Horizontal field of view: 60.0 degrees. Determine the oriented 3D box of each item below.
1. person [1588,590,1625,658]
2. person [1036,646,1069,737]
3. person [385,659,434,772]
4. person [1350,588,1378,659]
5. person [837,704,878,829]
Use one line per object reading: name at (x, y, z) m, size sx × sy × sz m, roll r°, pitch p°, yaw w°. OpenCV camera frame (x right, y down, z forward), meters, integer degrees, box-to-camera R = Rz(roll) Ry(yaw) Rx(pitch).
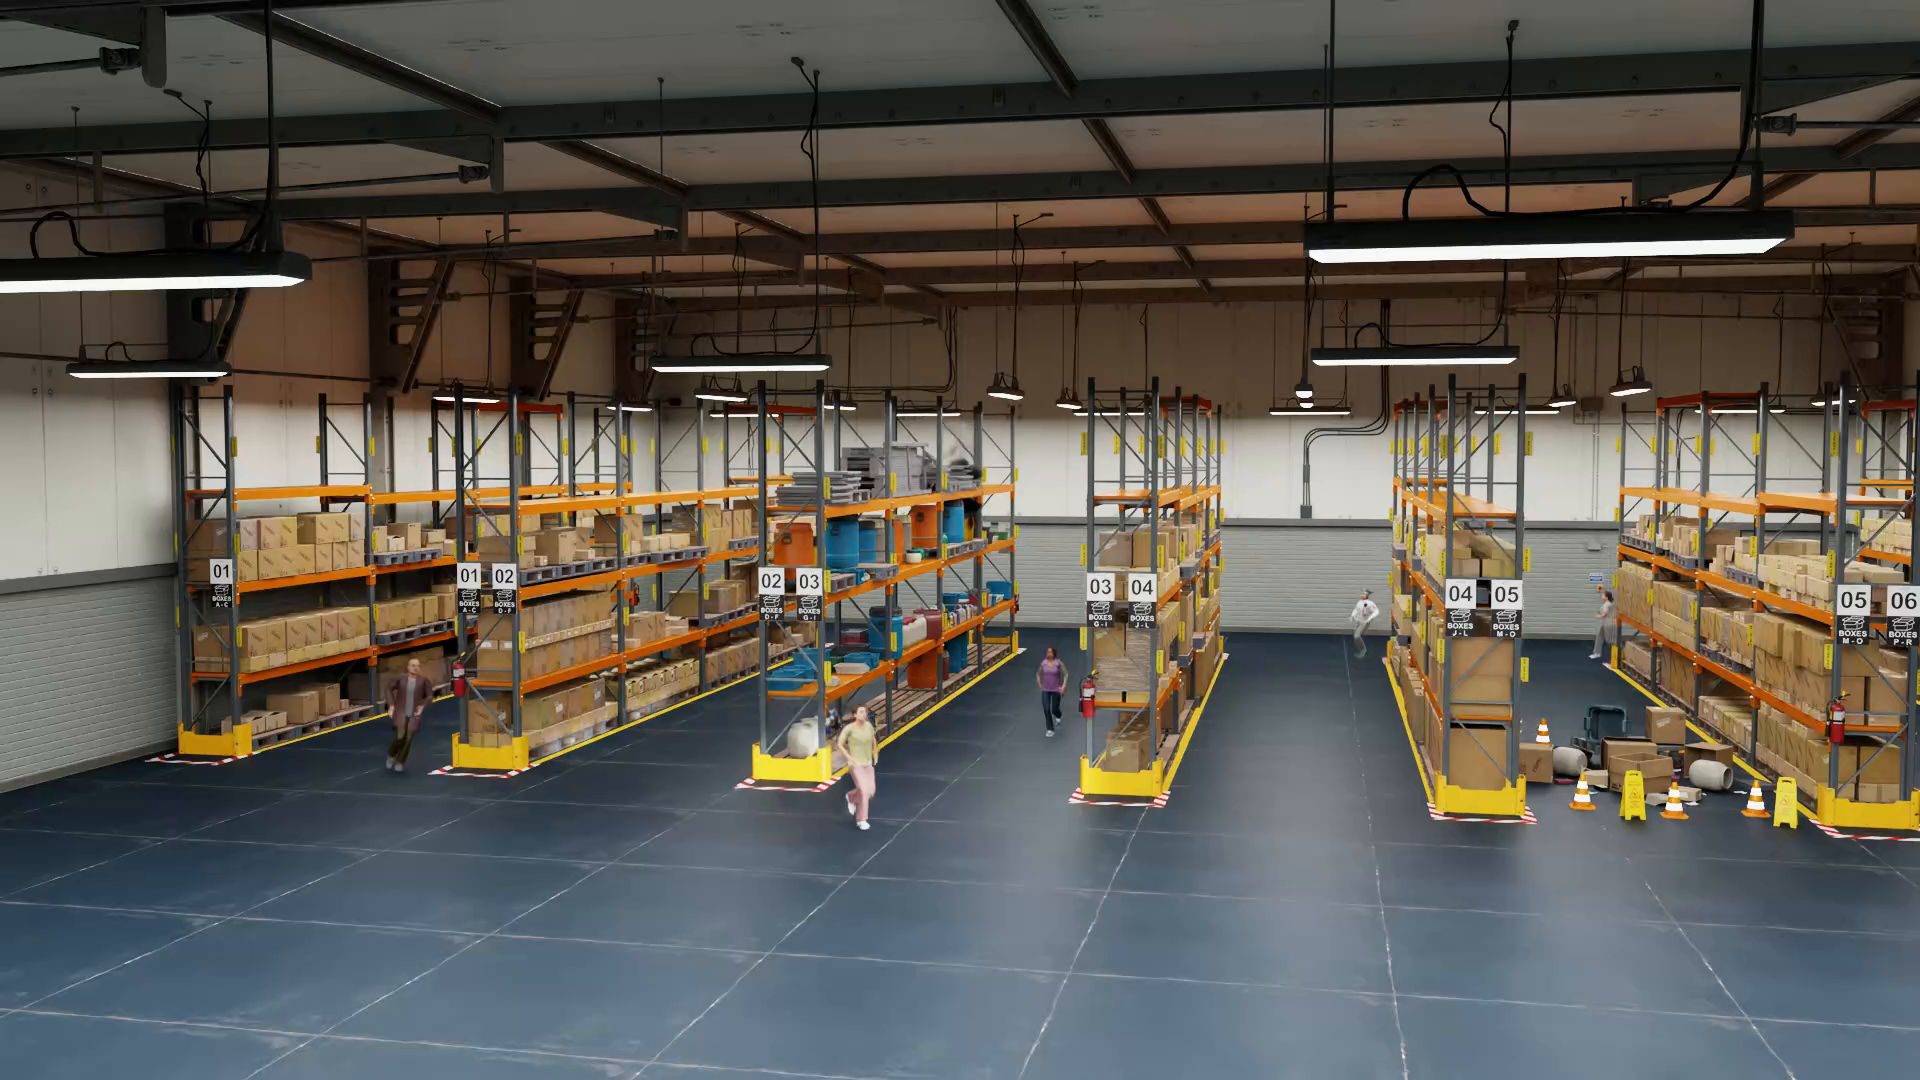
person at (15.158, 1.997, 38.906) m, size 0.927 × 1.649 × 0.604 m, roll 2°, pitch 4°, yaw 33°
person at (1.600, 2.611, 28.871) m, size 0.581 × 1.558 × 0.576 m, roll 1°, pitch 3°, yaw 14°
person at (-8.491, 2.700, 25.675) m, size 0.721 × 1.724 × 0.583 m, roll -1°, pitch 4°, yaw -24°
person at (9.495, 1.978, 39.310) m, size 0.502 × 1.677 × 0.690 m, roll -2°, pitch 4°, yaw -27°
person at (-1.364, 2.962, 22.005) m, size 0.604 × 1.634 × 0.632 m, roll -3°, pitch 4°, yaw -39°
